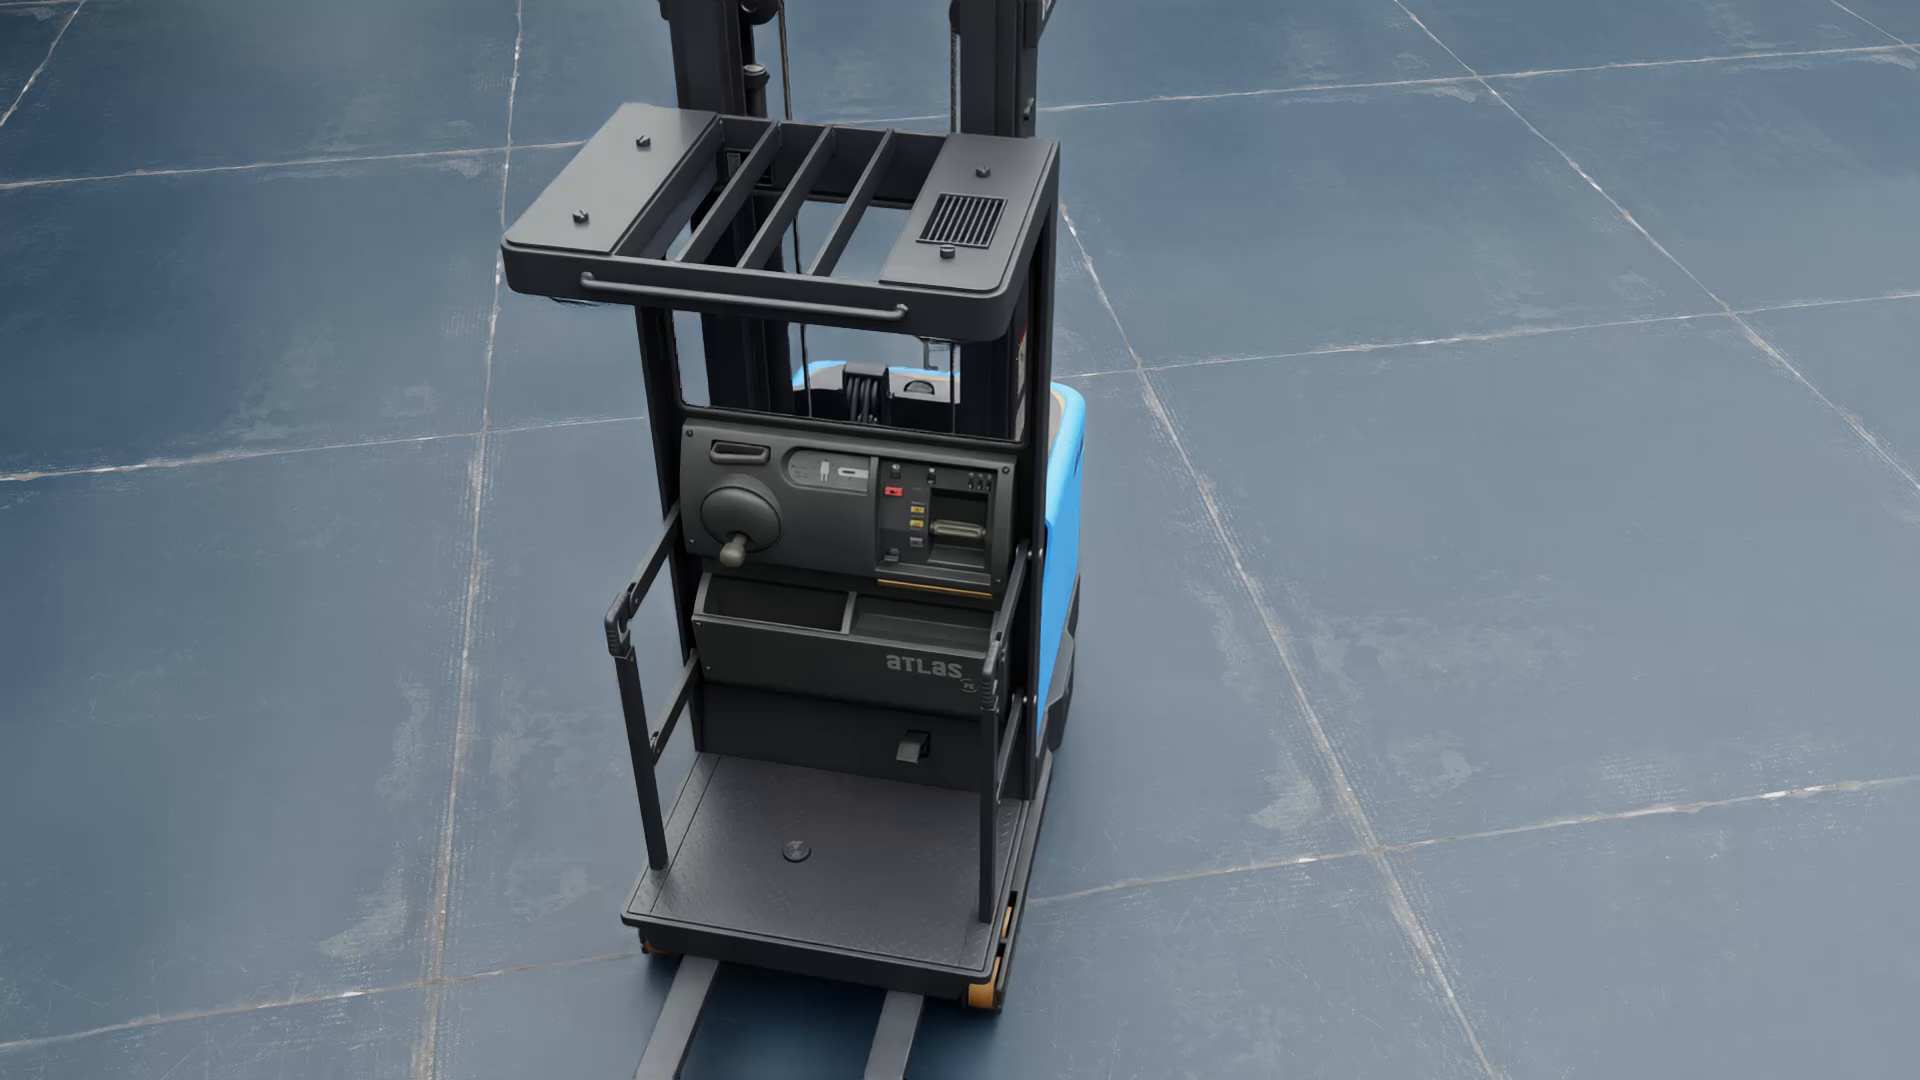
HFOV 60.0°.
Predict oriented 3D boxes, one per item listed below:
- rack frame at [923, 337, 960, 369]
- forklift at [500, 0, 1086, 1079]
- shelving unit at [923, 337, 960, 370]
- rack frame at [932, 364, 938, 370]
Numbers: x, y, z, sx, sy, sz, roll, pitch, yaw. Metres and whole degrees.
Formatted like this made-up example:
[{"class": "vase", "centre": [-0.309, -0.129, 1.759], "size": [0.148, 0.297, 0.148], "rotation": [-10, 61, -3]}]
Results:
[{"class": "rack frame", "centre": [-0.019, -0.422, 6.559], "size": [0.240, 0.900, 0.006], "rotation": [-6, 38, -8]}, {"class": "forklift", "centre": [-0.355, -0.014, 4.379], "size": [1.130, 2.935, 3.031], "rotation": [7, 38, 9]}, {"class": "shelving unit", "centre": [-0.001, -0.360, 6.480], "size": [0.258, 0.900, 0.210], "rotation": [-6, 38, -8]}, {"class": "rack frame", "centre": [0.016, -0.299, 6.401], "size": [0.240, 0.900, 0.006], "rotation": [-6, 38, -8]}]
